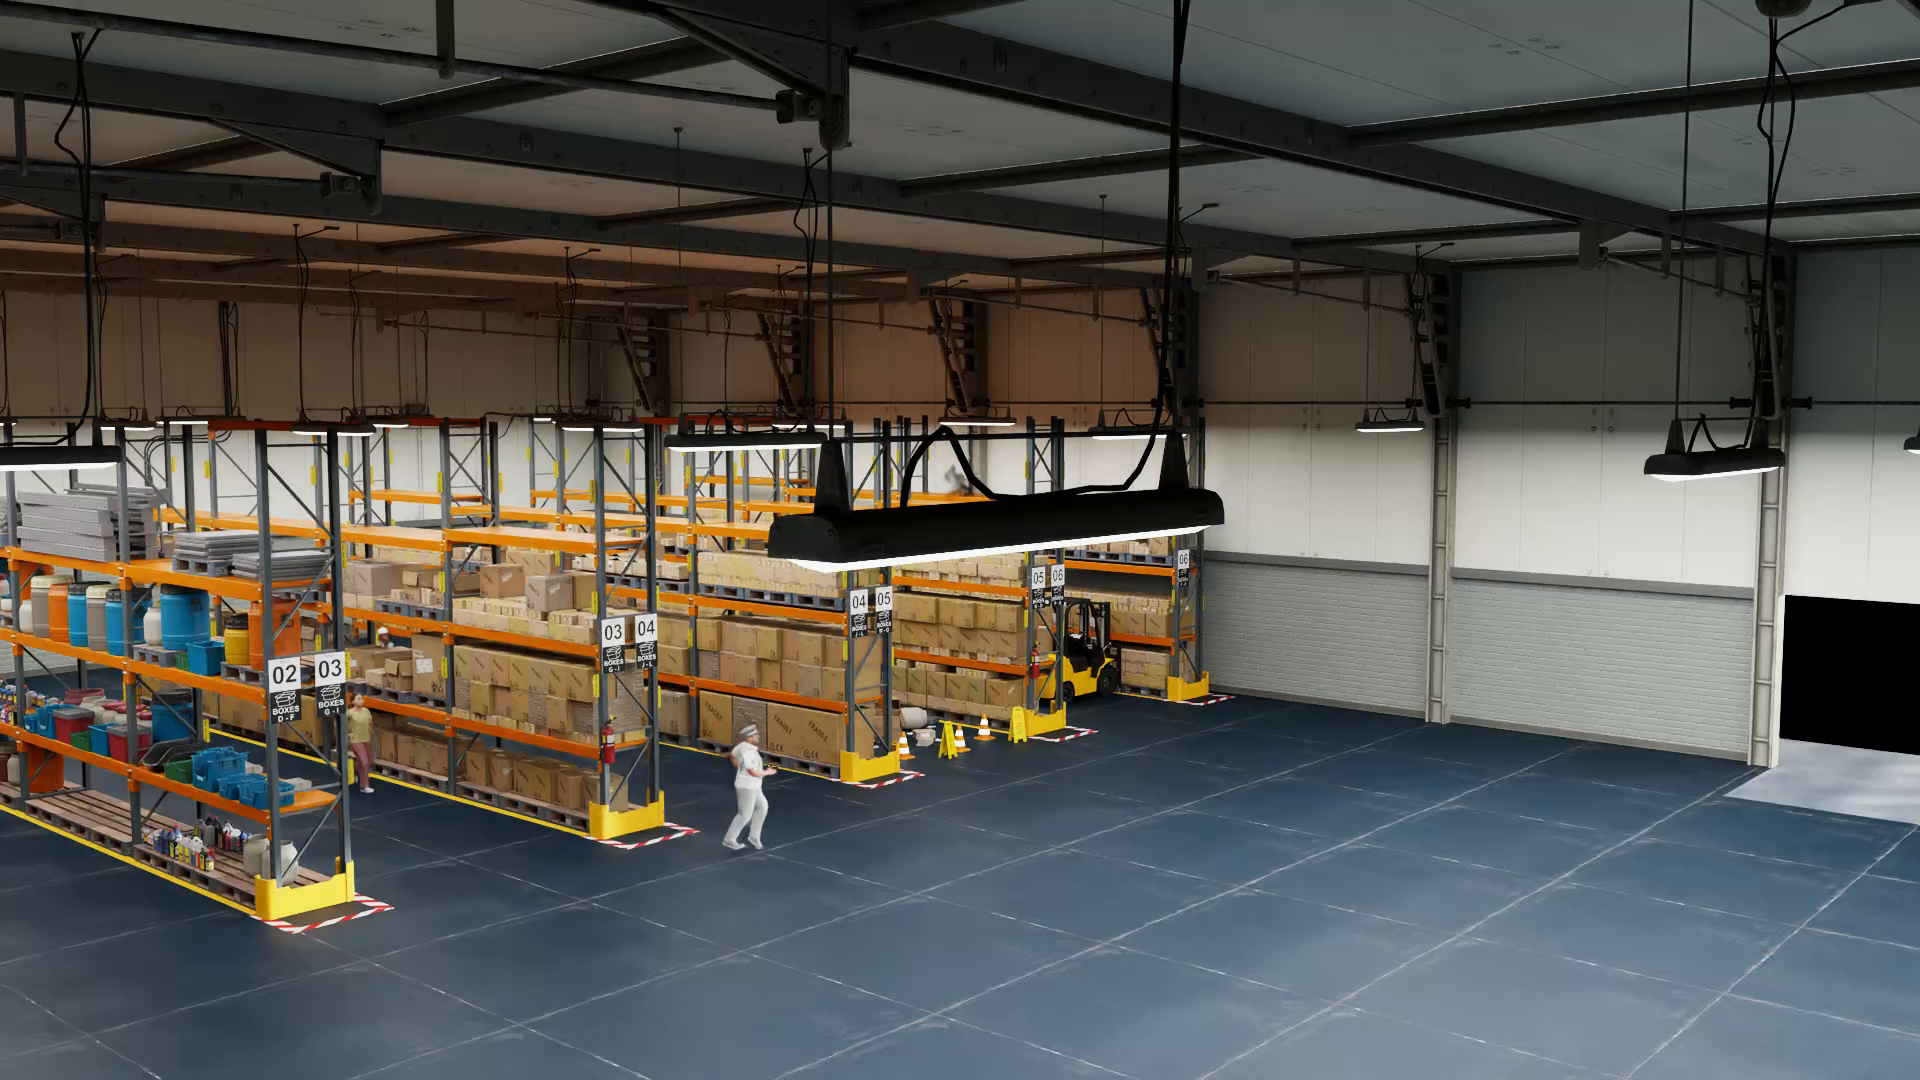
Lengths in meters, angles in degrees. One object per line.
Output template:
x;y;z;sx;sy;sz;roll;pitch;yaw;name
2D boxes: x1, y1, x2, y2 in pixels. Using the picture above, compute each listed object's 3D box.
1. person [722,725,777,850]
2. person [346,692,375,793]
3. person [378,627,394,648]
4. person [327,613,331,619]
-2.972;3.524;23.456;0.773;1.869;0.681;-1;5;-8;person
-9.777;3.273;26.998;0.724;1.625;0.584;3;6;35;person
-11.826;2.644;34.140;0.617;1.723;0.646;3;6;35;person
-14.011;2.423;36.879;0.566;1.667;0.864;-3;6;-34;person
